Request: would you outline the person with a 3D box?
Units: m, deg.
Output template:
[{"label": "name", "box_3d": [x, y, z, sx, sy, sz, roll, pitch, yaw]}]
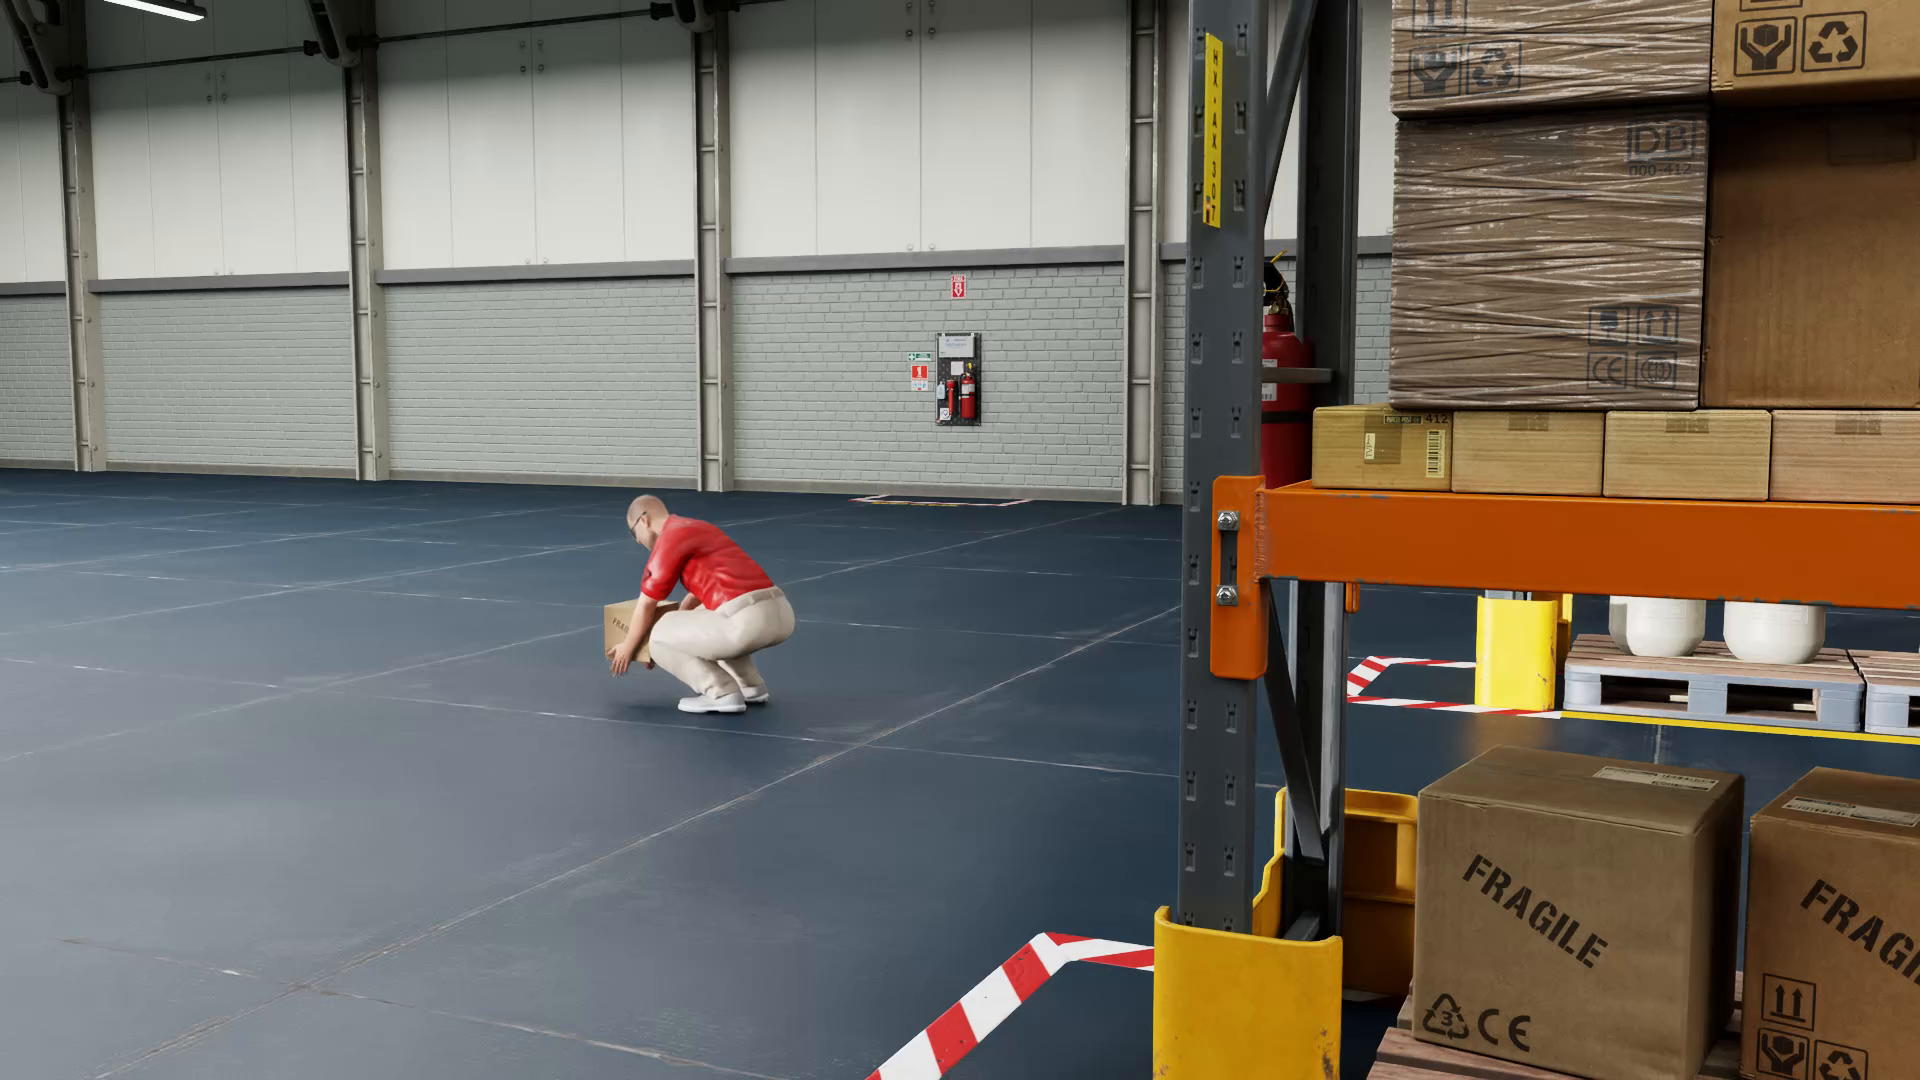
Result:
[{"label": "person", "box_3d": [-1.197, 0.282, 7.662, 0.859, 0.983, 0.545, 2, 6, 23]}]
